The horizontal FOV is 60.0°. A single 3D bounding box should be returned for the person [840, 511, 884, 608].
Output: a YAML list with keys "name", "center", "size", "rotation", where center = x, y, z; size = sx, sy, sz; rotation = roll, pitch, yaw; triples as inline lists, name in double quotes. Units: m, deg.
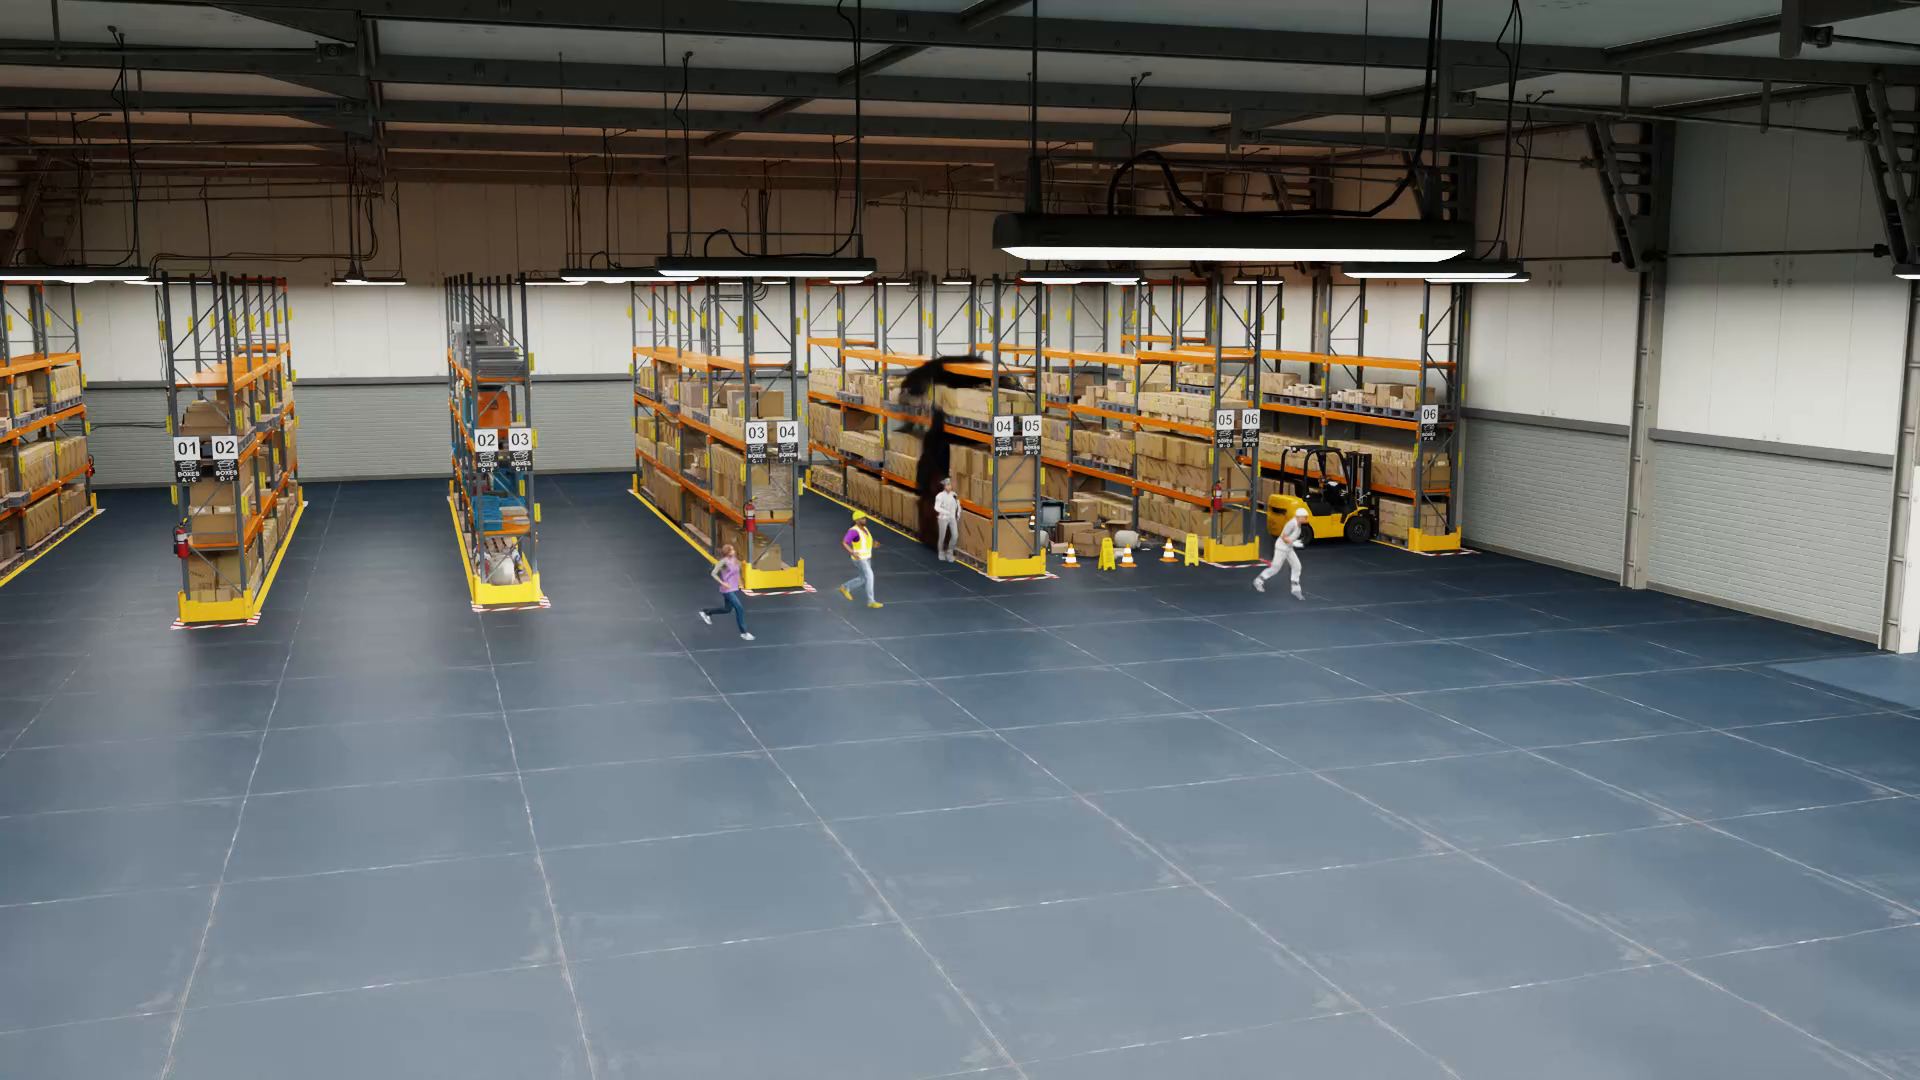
- name: "person"
  center: [-1.795, 0.340, 30.028]
  size: [0.914, 1.746, 0.714]
  rotation: [3, 9, 20]

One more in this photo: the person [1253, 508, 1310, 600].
- name: "person"
  center: [5.994, 0.239, 31.021]
  size: [1.060, 1.731, 0.703]
  rotation: [4, 10, 26]

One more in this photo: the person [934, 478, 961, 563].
- name: "person"
  center: [-0.210, -0.393, 33.236]
  size: [0.647, 1.712, 0.627]
  rotation: [-4, 10, -26]

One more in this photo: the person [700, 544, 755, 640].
- name: "person"
  center: [-3.842, 0.846, 27.400]
  size: [0.986, 1.587, 0.511]
  rotation: [2, 9, 12]

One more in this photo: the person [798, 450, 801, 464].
- name: "person"
  center: [-4.595, -1.887, 44.734]
  size: [0.674, 1.747, 0.681]
  rotation: [-2, 9, -14]
